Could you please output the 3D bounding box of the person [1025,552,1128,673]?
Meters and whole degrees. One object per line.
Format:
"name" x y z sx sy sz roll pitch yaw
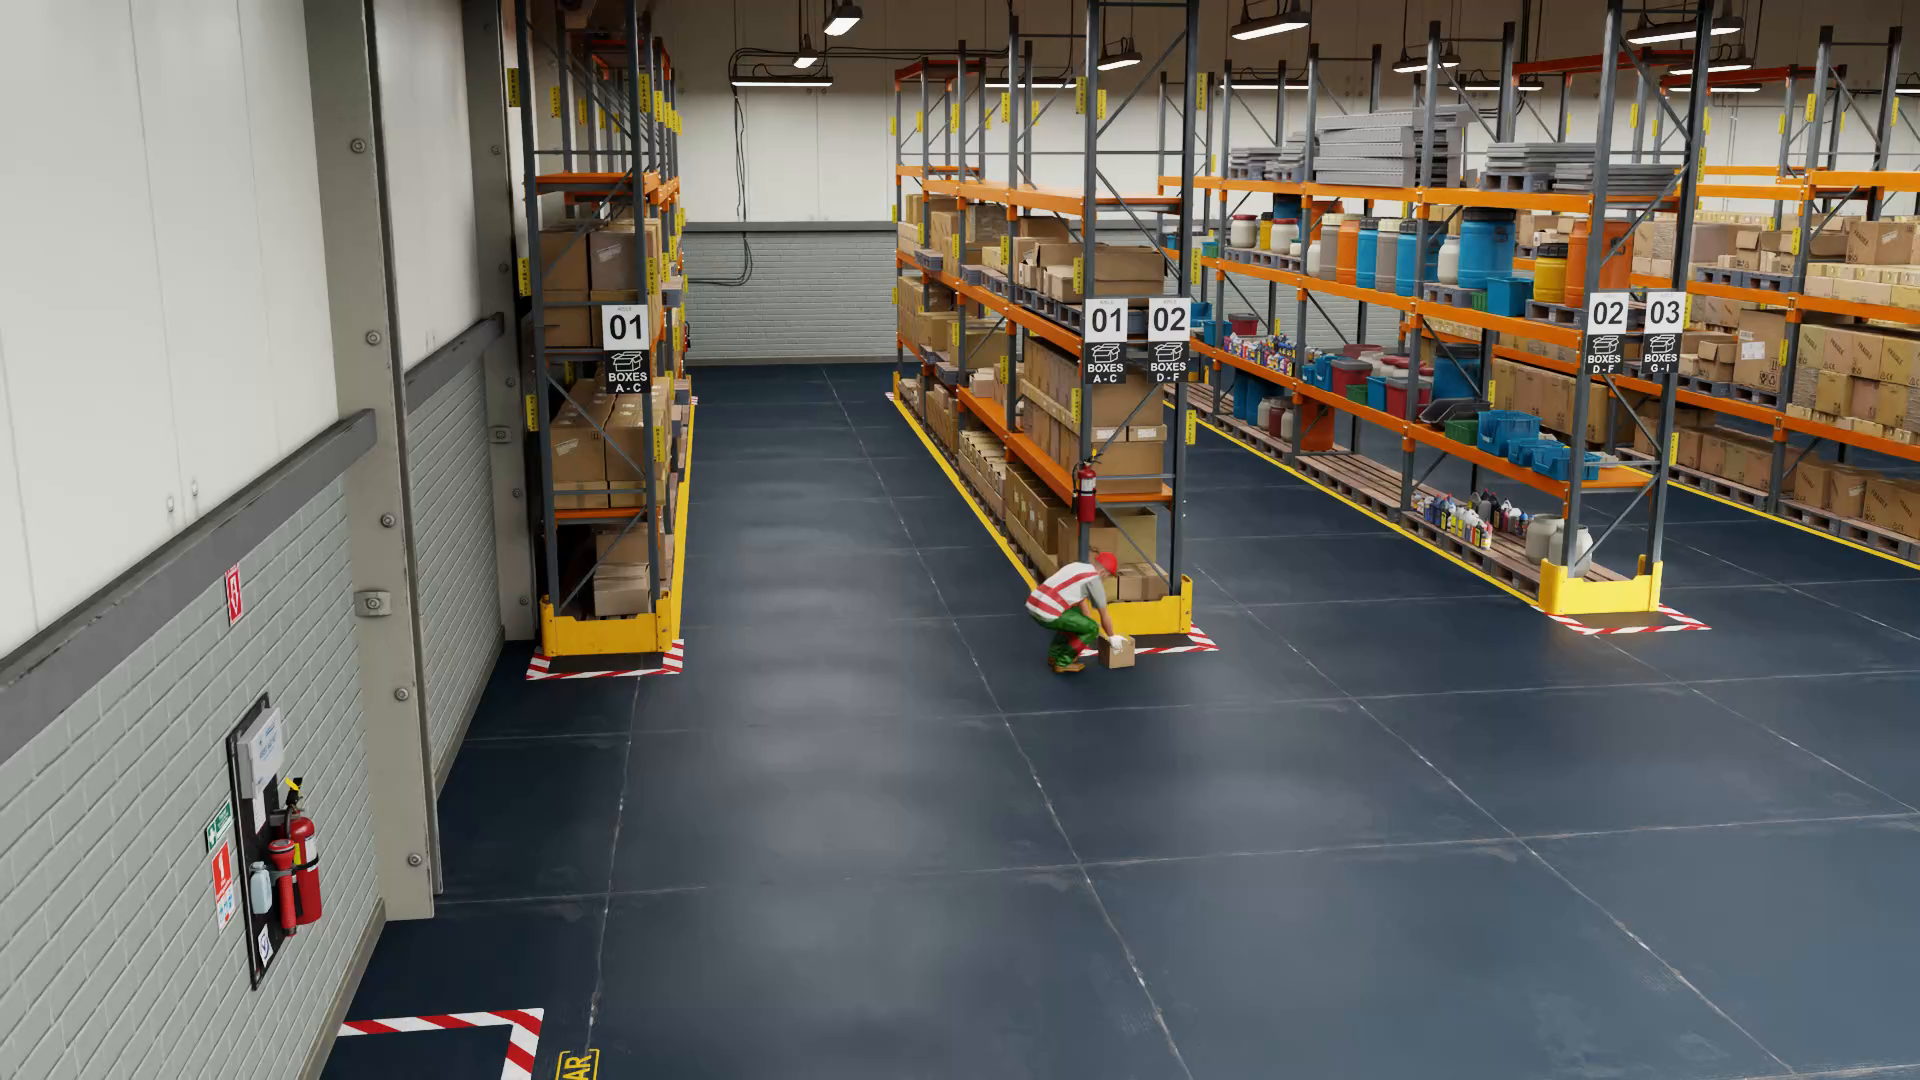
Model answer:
"person" 1.012 0.636 14.905 0.880 1.015 0.567 -5 14 -20
